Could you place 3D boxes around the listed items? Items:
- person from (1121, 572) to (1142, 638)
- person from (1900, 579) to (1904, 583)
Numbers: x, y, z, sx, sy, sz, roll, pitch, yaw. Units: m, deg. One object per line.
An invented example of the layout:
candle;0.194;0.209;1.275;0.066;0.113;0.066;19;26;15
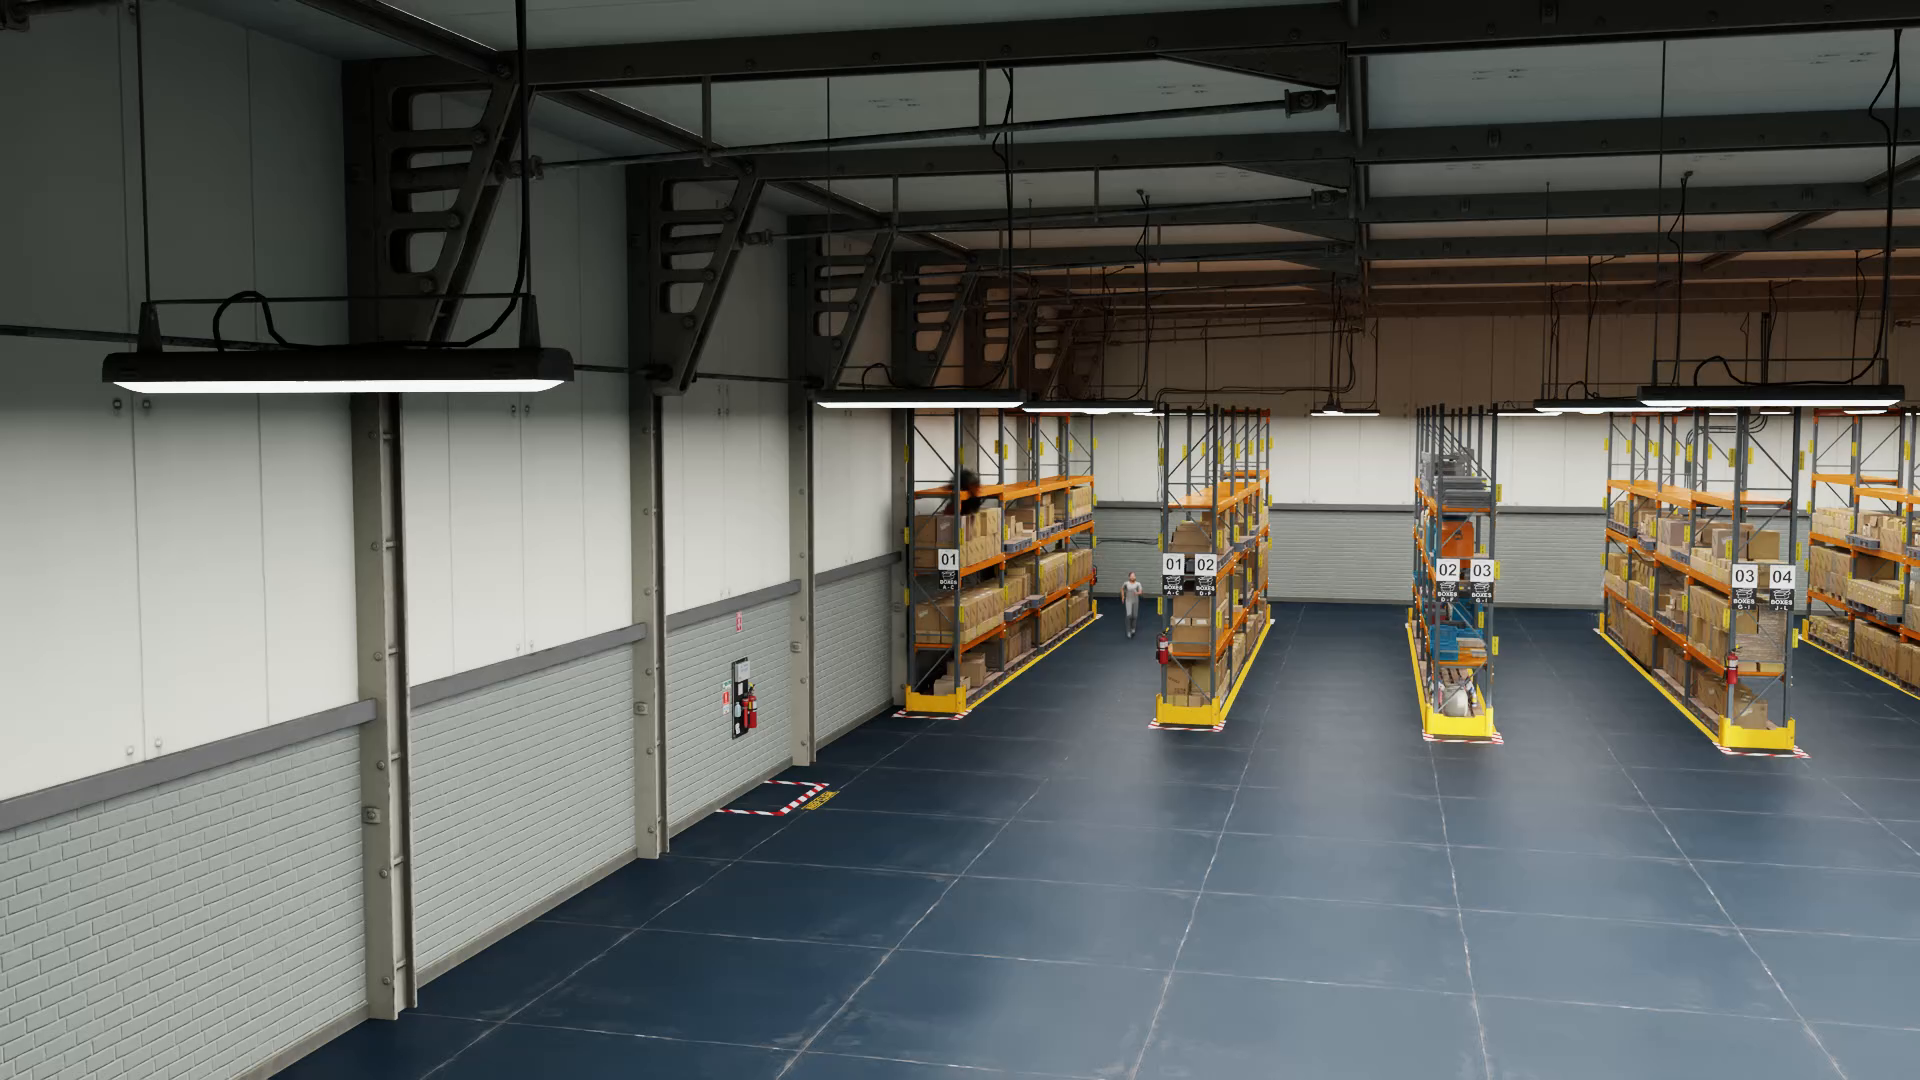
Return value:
person;4.534;1.692;43.875;0.535;1.726;0.765;0;4;0
person;24.704;1.629;43.953;0.792;1.851;0.704;1;4;14
